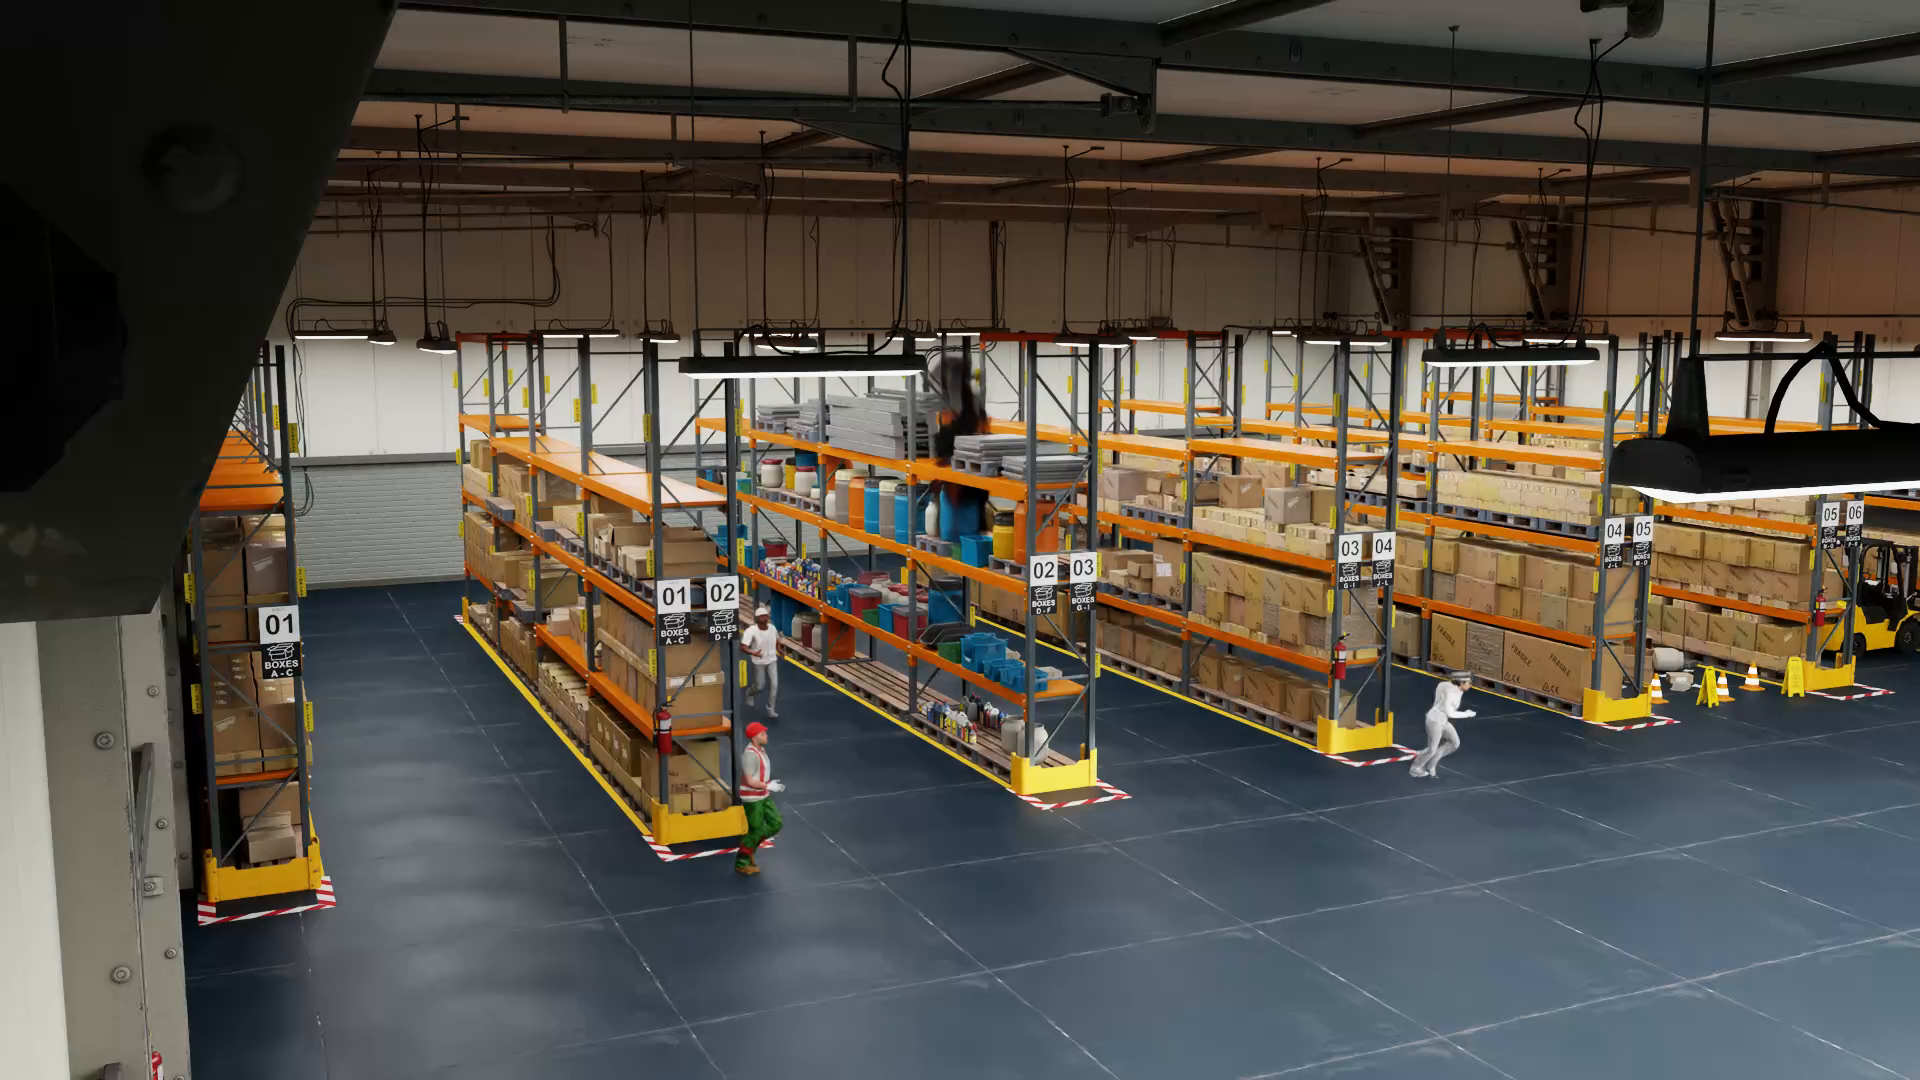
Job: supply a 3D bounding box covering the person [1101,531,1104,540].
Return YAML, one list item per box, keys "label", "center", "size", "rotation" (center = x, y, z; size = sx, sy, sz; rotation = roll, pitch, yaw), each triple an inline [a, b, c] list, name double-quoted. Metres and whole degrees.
- label: "person"
  center: [3.419, -0.095, 41.885]
  size: [0.628, 1.635, 0.680]
  rotation: [-1, 8, -5]

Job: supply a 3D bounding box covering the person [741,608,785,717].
- label: "person"
  center: [-3.120, 1.928, 26.386]
  size: [0.714, 1.733, 0.791]
  rotation: [-5, 9, -33]

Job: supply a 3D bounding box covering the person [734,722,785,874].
- label: "person"
  center: [-2.260, 2.919, 18.925]
  size: [0.626, 1.746, 0.696]
  rotation: [1, 8, 9]

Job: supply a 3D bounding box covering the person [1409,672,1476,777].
- label: "person"
  center: [6.619, 2.512, 22.760]
  size: [0.861, 1.499, 0.640]
  rotation: [3, 8, 23]
